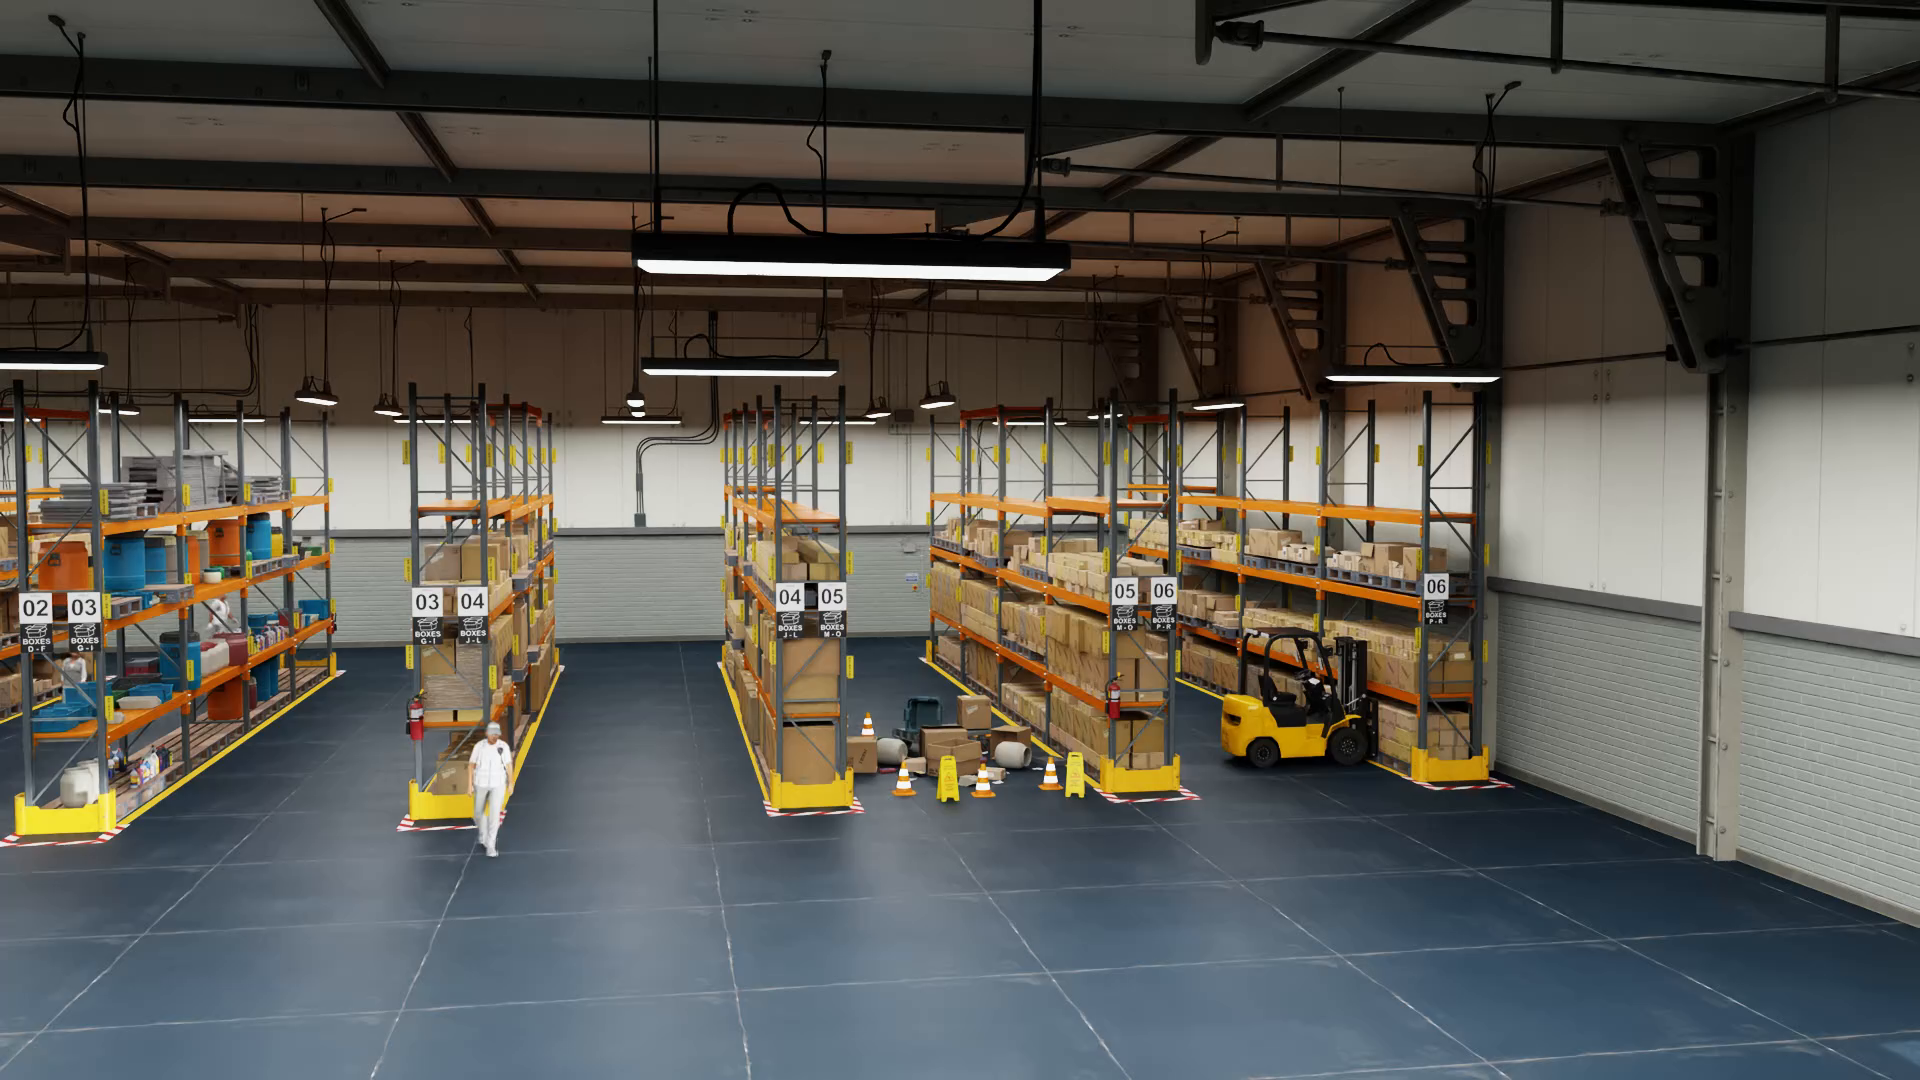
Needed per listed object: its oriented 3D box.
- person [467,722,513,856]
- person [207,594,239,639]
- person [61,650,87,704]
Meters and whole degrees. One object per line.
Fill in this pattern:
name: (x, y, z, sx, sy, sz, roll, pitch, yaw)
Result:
person: (-5.947, 3.121, 21.067, 0.559, 1.626, 0.861, -1, 3, -15)
person: (-18.151, 2.048, 40.934, 1.120, 1.712, 0.559, 0, 3, -7)
person: (-15.948, 2.703, 29.890, 0.438, 1.596, 0.696, -1, 3, -19)
